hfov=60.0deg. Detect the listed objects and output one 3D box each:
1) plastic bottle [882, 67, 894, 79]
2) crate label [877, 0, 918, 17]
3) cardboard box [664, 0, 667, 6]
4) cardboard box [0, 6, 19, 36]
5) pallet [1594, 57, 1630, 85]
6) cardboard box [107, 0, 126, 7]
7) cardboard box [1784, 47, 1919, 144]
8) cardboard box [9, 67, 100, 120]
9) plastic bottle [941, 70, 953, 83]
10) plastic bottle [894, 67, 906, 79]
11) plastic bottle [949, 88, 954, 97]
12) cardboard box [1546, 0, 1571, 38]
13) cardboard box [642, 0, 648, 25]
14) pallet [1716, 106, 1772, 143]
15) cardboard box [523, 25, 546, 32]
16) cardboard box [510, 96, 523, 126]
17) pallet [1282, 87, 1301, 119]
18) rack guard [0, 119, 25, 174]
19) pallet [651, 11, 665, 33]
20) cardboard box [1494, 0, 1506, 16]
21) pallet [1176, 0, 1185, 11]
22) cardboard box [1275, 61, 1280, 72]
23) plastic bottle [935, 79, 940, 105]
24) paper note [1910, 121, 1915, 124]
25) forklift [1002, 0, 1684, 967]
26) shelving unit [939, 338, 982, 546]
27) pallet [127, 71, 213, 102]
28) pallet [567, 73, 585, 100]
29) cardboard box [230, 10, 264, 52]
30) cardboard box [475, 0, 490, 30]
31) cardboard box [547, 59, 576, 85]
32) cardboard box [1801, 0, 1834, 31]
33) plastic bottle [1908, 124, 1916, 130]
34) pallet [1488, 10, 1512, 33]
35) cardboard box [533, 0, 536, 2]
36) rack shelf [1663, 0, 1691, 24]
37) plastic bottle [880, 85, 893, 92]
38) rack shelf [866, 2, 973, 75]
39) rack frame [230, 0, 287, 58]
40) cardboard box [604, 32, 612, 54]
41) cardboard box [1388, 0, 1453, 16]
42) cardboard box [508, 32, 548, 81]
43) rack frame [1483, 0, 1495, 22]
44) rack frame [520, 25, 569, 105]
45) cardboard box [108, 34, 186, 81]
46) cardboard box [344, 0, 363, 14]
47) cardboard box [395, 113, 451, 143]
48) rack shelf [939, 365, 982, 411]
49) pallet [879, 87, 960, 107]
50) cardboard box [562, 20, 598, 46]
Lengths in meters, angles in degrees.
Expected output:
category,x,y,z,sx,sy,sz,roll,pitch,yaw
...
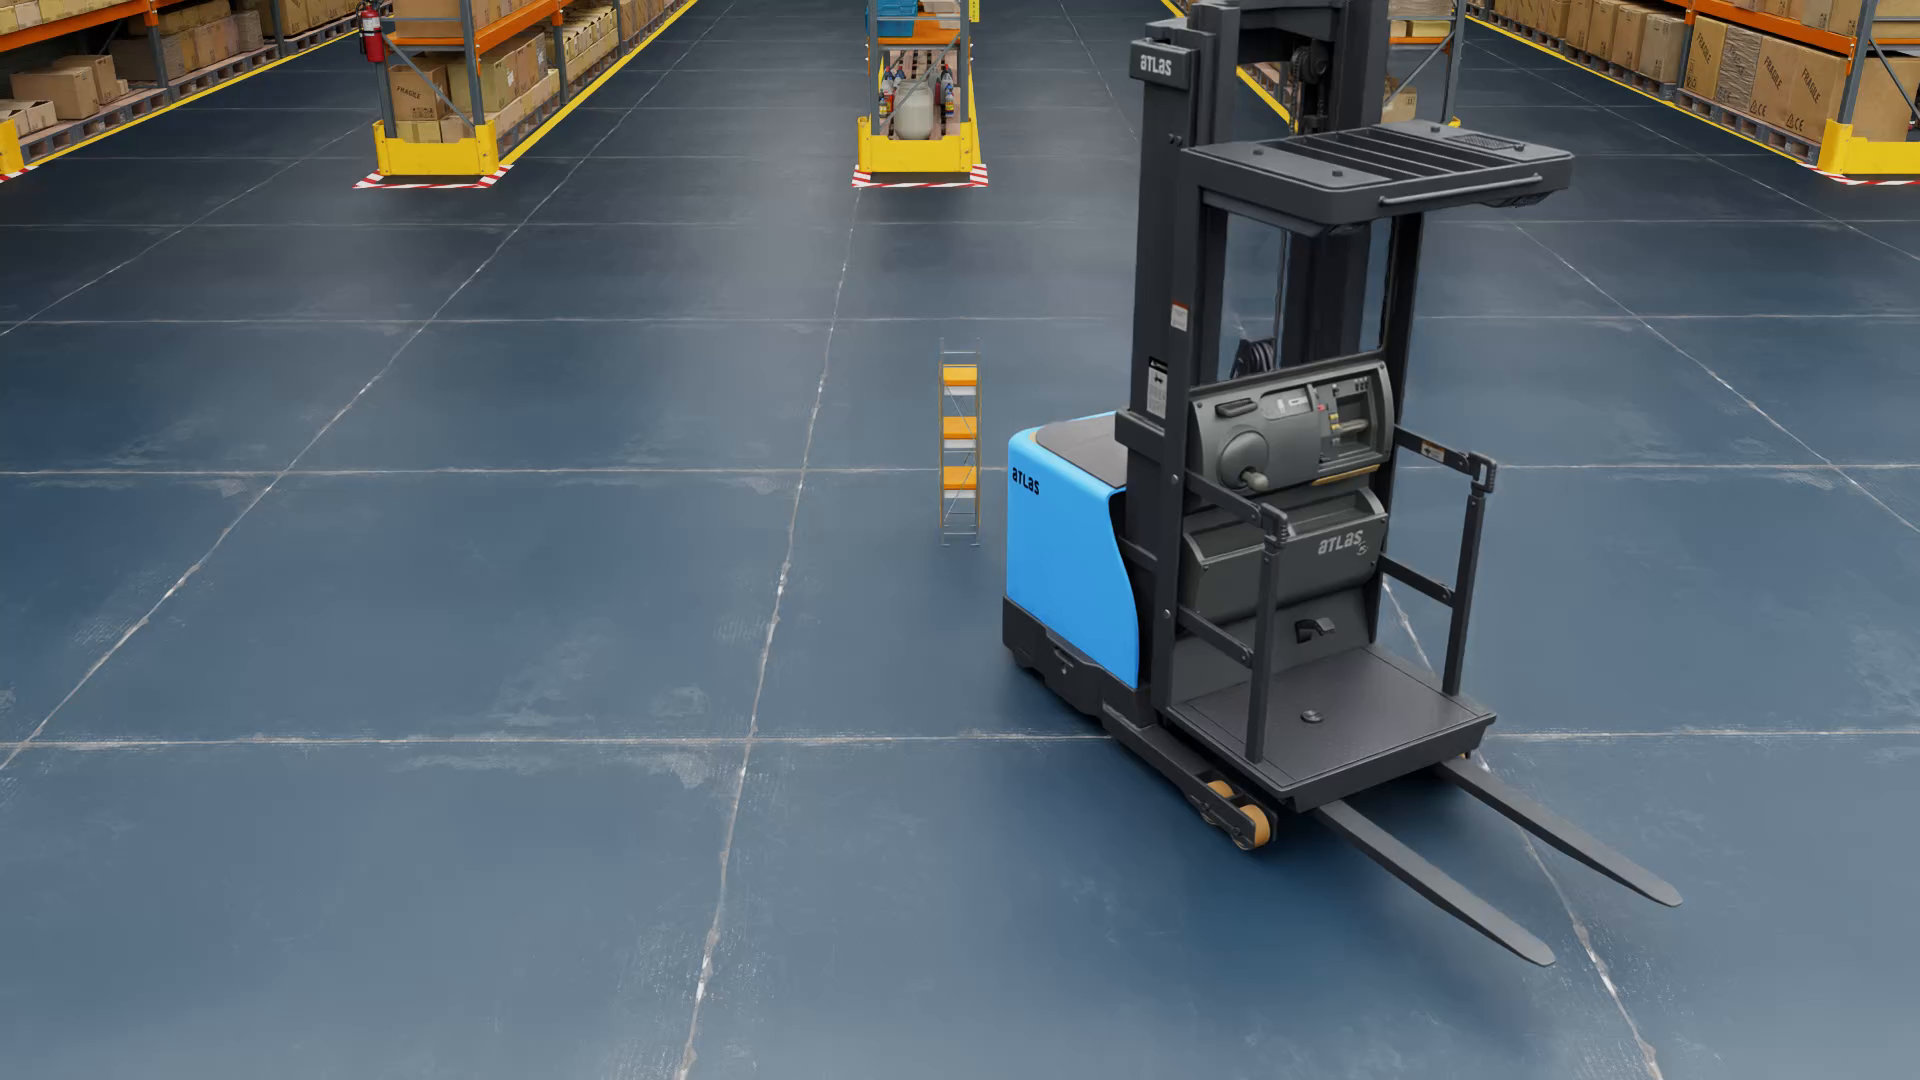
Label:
category,x,y,z,sx,sy,sz,roll,pitch,yaw
plastic bottle,-0.860,-5.504,19.961,0.144,0.351,0.185,0,24,1
crate label,-0.701,-5.970,18.268,0.502,0.435,0.616,0,24,-1
cardboard box,-5.283,-9.270,28.336,0.500,0.311,0.500,0,24,-1
cardboard box,-10.005,-5.296,16.977,0.500,0.250,0.500,-1,24,-2
pallet,9.359,-6.399,22.643,1.003,0.211,1.213,0,24,-1
cardboard box,-10.055,-6.342,19.291,0.500,0.250,0.500,0,24,0
cardboard box,9.429,-4.702,17.576,0.875,0.875,0.875,0,24,0
cardboard box,-10.199,-5.037,18.746,0.700,0.500,0.500,-2,24,-4
plastic bottle,-0.153,-5.363,19.647,0.144,0.351,0.185,0,24,-1
plastic bottle,-0.716,-5.505,19.962,0.144,0.351,0.185,0,24,-1
plastic bottle,-0.103,-5.002,18.931,0.061,0.283,0.133,0,24,0
cardboard box,9.147,-7.819,24.922,0.500,0.500,0.500,0,24,-1
cardboard box,-5.193,-8.361,26.095,0.500,0.500,0.500,-1,24,-2
pallet,9.406,-4.760,19.018,1.003,0.211,1.213,0,24,-1
cardboard box,-5.713,-6.604,21.859,0.500,0.311,0.500,0,24,-1
cardboard box,-5.161,-4.749,18.437,0.500,0.250,0.500,0,24,-1
pallet,4.541,-5.320,20.257,1.003,0.211,1.213,0,24,-1
rack guard,-10.318,-4.045,17.087,1.175,0.500,0.348,0,24,-1
pallet,-5.448,-8.515,27.322,1.003,0.211,1.213,0,24,-1
cardboard box,9.115,-8.891,27.293,0.500,0.500,0.500,1,24,1
pallet,4.465,-9.711,29.966,1.003,0.211,1.213,0,24,-1
cardboard box,4.527,-6.379,21.713,0.700,0.500,0.500,0,24,-1
plastic bottle,-0.262,-5.264,19.512,0.061,0.283,0.133,0,24,-1
paper note,11.304,-4.940,19.646,0.172,0.023,0.155,8,26,18
forklift,1.368,-0.397,6.072,1.130,2.935,3.031,-13,28,-27
shelving unit,-0.001,-0.500,8.582,0.215,1.050,0.252,0,24,-1
pallet,-10.371,-5.851,21.431,1.003,0.211,1.213,0,24,-1
pallet,-5.454,-5.857,21.445,1.003,0.211,1.213,0,24,-1
cardboard box,-10.344,-7.214,23.560,0.700,0.500,0.500,0,24,0
cardboard box,-5.367,-5.631,17.438,0.700,0.500,0.500,0,24,1
cardboard box,-5.164,-5.930,21.049,0.500,0.250,0.500,-1,24,-2
cardboard box,9.426,-5.647,17.415,0.875,0.550,0.550,0,24,-1
plastic bottle,10.902,-4.774,19.231,0.283,0.061,0.133,-9,26,-19
pallet,9.382,-8.553,27.406,1.003,0.211,1.213,0,24,-1
cardboard box,-5.396,-6.687,19.775,0.700,0.500,0.500,-1,24,-2
rack shelf,9.437,-7.345,22.222,1.077,0.370,4.000,0,24,-1
plastic bottle,-0.846,-5.072,19.097,0.152,0.276,0.135,-1,24,-2
rack shelf,-0.432,-5.693,18.571,1.077,0.370,4.000,0,24,-1
rack frame,-10.404,-8.449,23.791,1.000,3.000,0.127,0,24,-1
cardboard box,-5.192,-6.983,23.377,0.500,0.250,0.500,-1,24,-1
cardboard box,4.564,-5.627,17.069,0.875,0.500,0.500,0,24,-1
cardboard box,-5.190,-5.709,19.649,0.500,0.500,0.500,0,24,-1
rack frame,9.372,-10.145,27.540,1.000,3.000,0.127,0,24,-1
rack frame,-5.407,-6.825,20.199,1.000,3.000,0.127,0,24,-1
cardboard box,-10.385,-6.165,21.242,0.700,0.500,0.500,1,24,1
cardboard box,-10.311,-9.042,27.201,0.750,0.750,0.750,0,24,0
cardboard box,-5.665,-4.334,17.521,0.500,0.250,0.500,0,24,-1
rack shelf,-0.001,-0.749,8.470,0.215,0.259,0.240,0,24,-1
pallet,-0.489,-5.298,20.207,1.003,0.211,1.213,0,24,-1
cardboard box,-5.181,-6.823,22.344,0.500,0.311,0.500,0,24,1
